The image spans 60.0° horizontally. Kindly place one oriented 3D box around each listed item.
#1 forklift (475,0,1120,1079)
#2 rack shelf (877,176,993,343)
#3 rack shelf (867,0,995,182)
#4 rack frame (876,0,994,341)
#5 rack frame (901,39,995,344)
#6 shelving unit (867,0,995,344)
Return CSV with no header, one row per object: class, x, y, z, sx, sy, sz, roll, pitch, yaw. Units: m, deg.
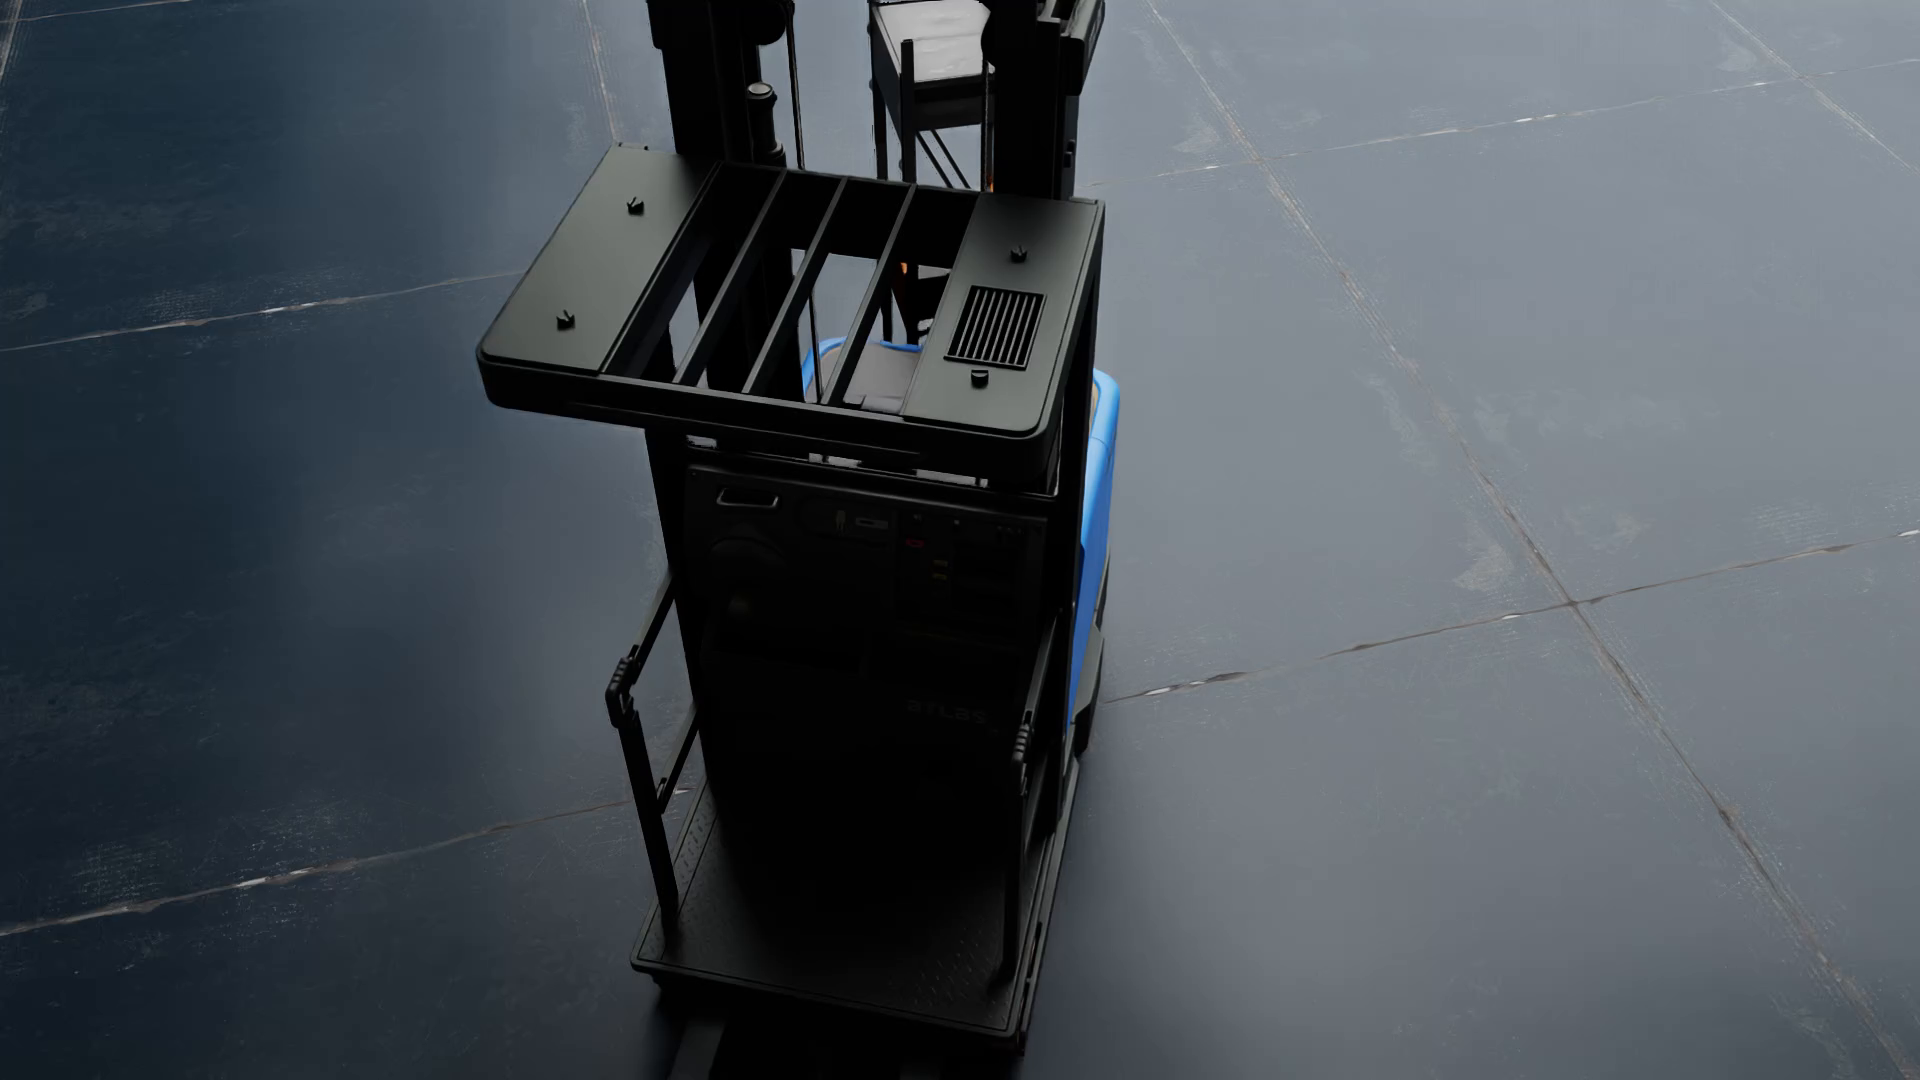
forklift,-0.290,0.145,4.056,1.130,2.935,3.031,9,46,8
rack shelf,-0.026,-0.863,5.645,0.431,0.518,0.480,-9,46,-9
rack shelf,-0.026,-1.354,5.145,0.431,0.518,0.480,-9,46,-9
rack frame,-0.081,-1.043,5.802,0.400,2.100,0.015,-9,46,-9
rack frame,0.029,-0.703,5.469,0.400,2.100,0.015,-9,46,-9
shelving unit,-0.026,-0.873,5.635,0.431,2.100,0.503,-9,46,-9
